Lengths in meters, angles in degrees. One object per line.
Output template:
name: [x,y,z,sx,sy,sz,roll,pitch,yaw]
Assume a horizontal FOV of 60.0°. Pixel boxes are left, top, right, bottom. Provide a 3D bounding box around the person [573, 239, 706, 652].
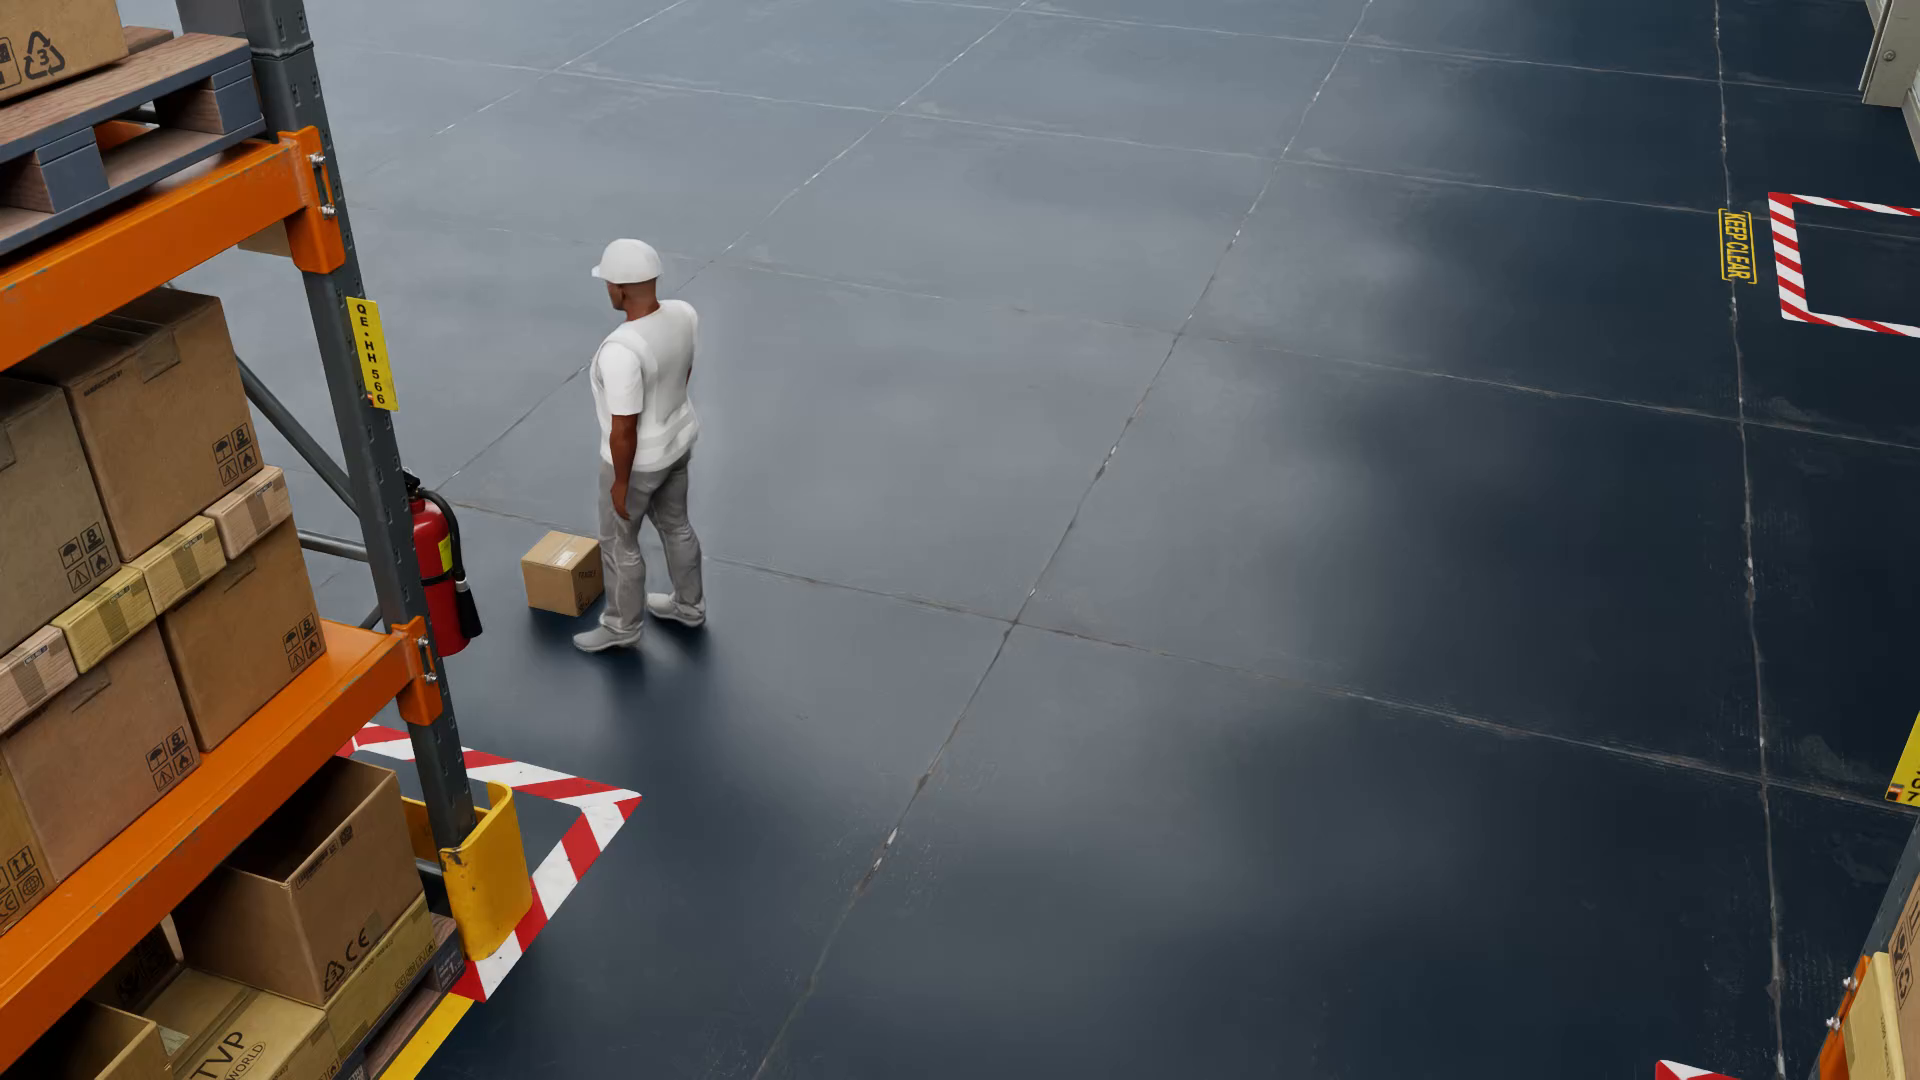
person: [-1.308,-0.373,6.680,0.519,1.802,0.612,14,36,21]
